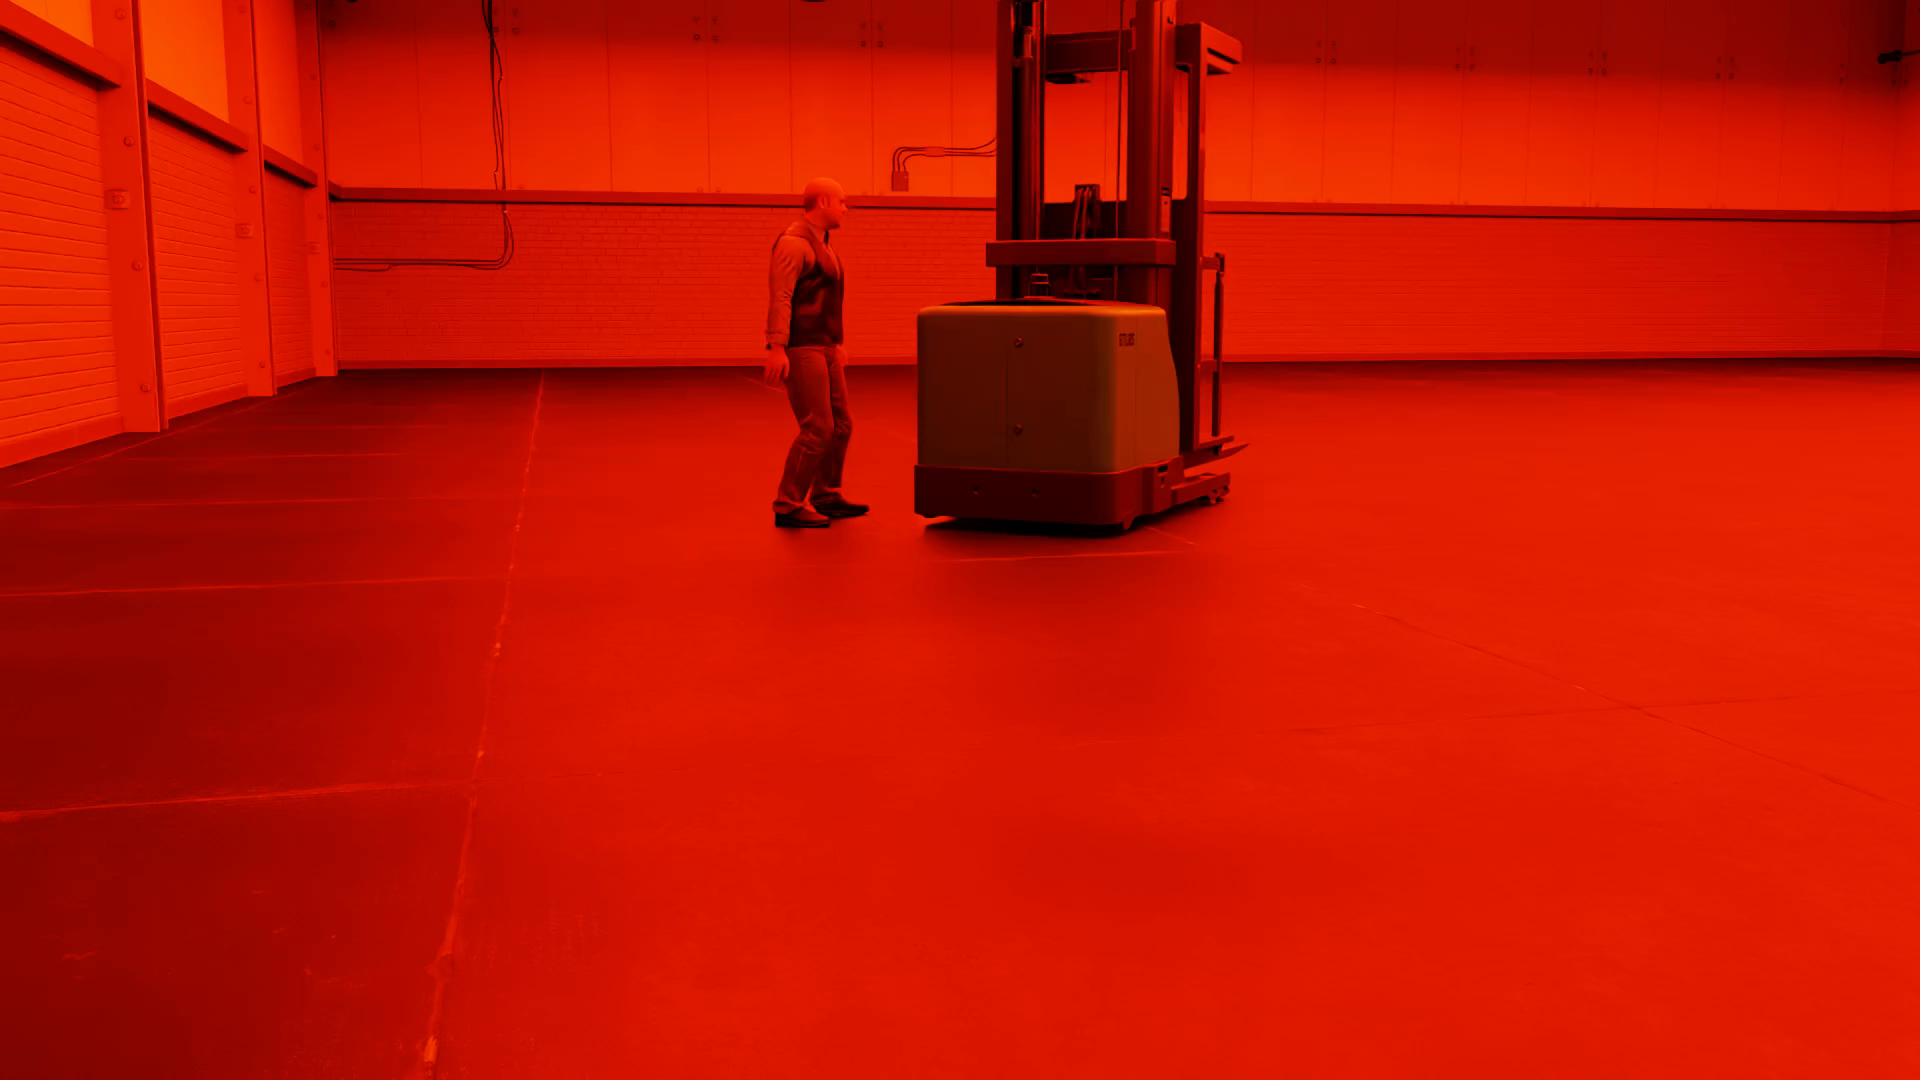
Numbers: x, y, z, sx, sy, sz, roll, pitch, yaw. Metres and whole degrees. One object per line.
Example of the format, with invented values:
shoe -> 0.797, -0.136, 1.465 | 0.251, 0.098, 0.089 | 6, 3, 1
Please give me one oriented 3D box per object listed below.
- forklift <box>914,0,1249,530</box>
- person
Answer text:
forklift -> 0.859, -1.665, 9.027 | 1.130, 2.935, 3.031 | 4, 9, 25
person -> -0.733, -0.926, 8.220 | 0.387, 1.695, 0.817 | 2, 8, 11
